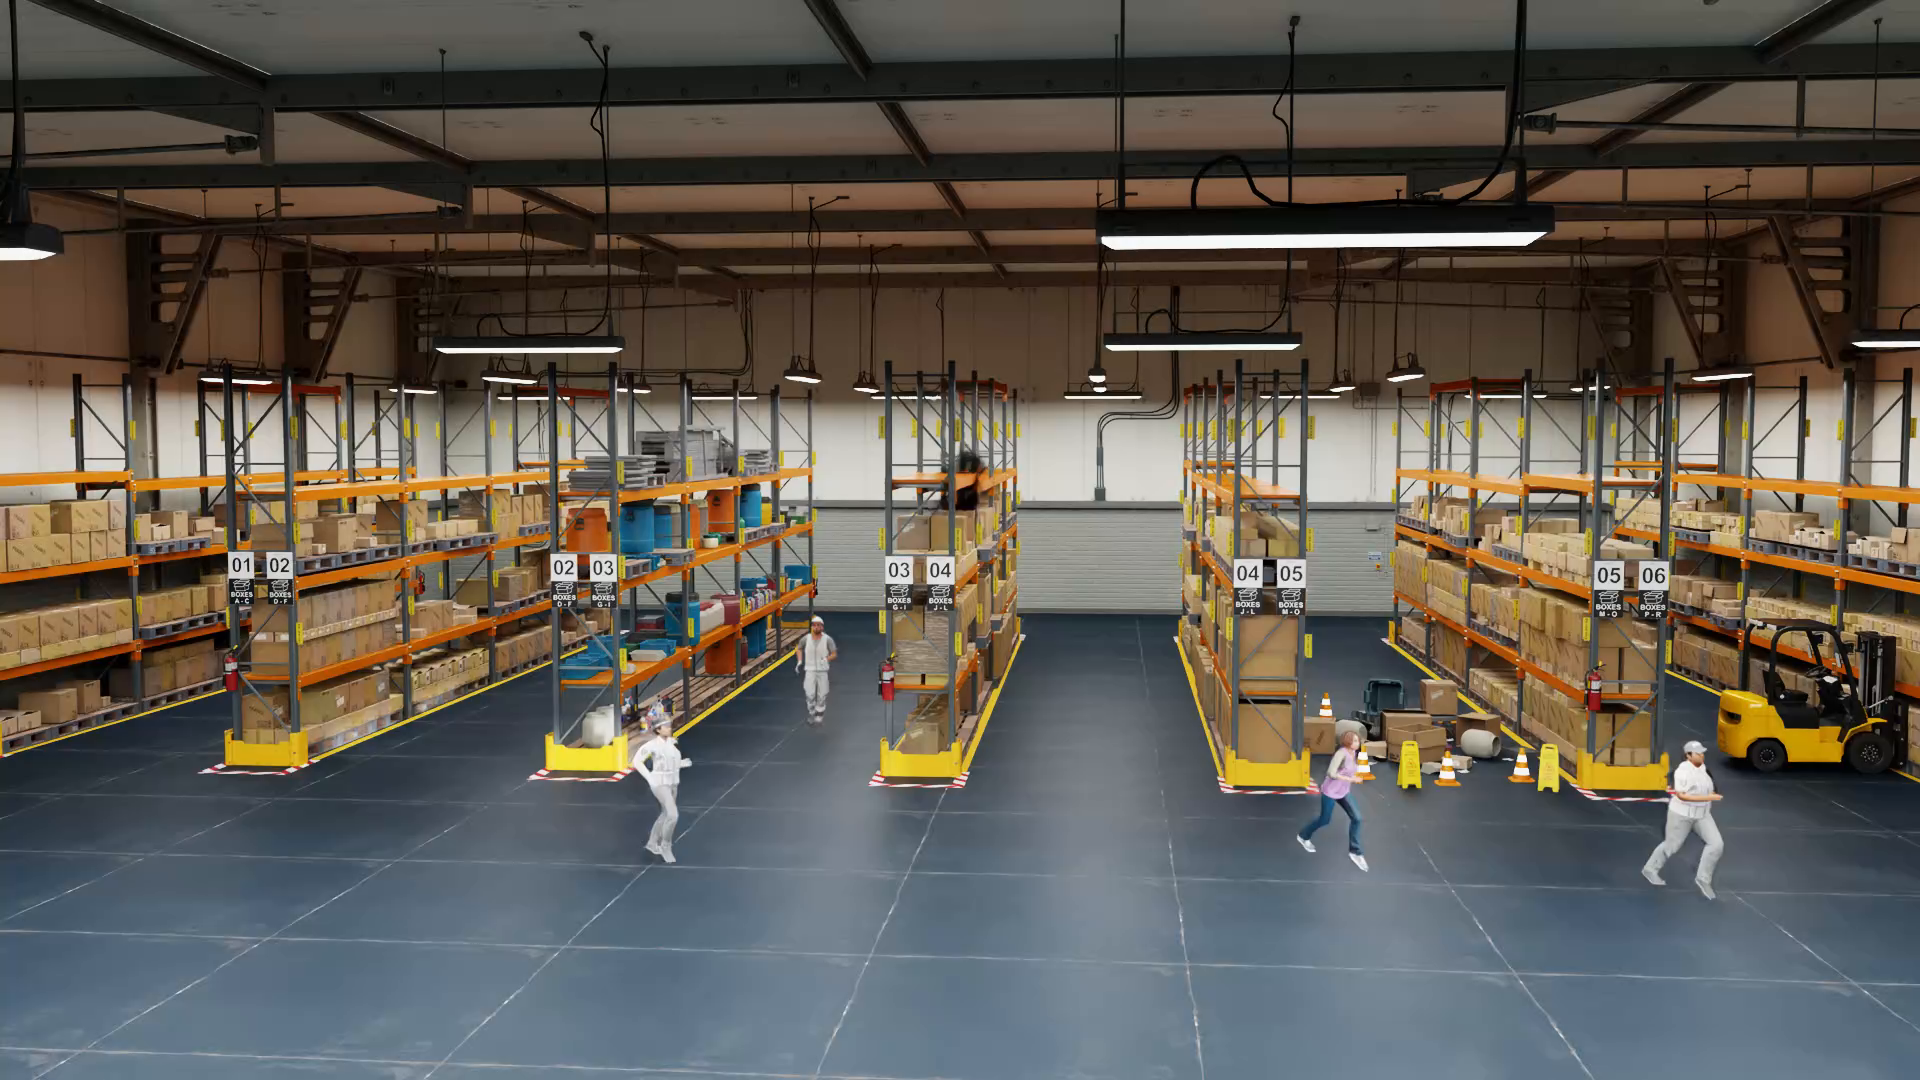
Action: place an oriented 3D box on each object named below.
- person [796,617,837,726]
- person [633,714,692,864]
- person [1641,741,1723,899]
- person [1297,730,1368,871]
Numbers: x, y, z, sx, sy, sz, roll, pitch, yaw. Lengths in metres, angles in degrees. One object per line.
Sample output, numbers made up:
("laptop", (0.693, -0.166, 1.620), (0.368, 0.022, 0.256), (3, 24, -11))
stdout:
("person", (-2.282, 2.103, 26.413), (0.659, 1.758, 0.599), (0, 4, -2))
("person", (-3.424, 2.890, 19.347), (0.676, 1.739, 0.592), (2, 4, 30))
("person", (7.863, 2.999, 17.968), (0.611, 1.708, 0.871), (-2, 4, -30))
("person", (4.300, 2.957, 19.193), (0.539, 1.596, 0.951), (-3, 5, -41))
